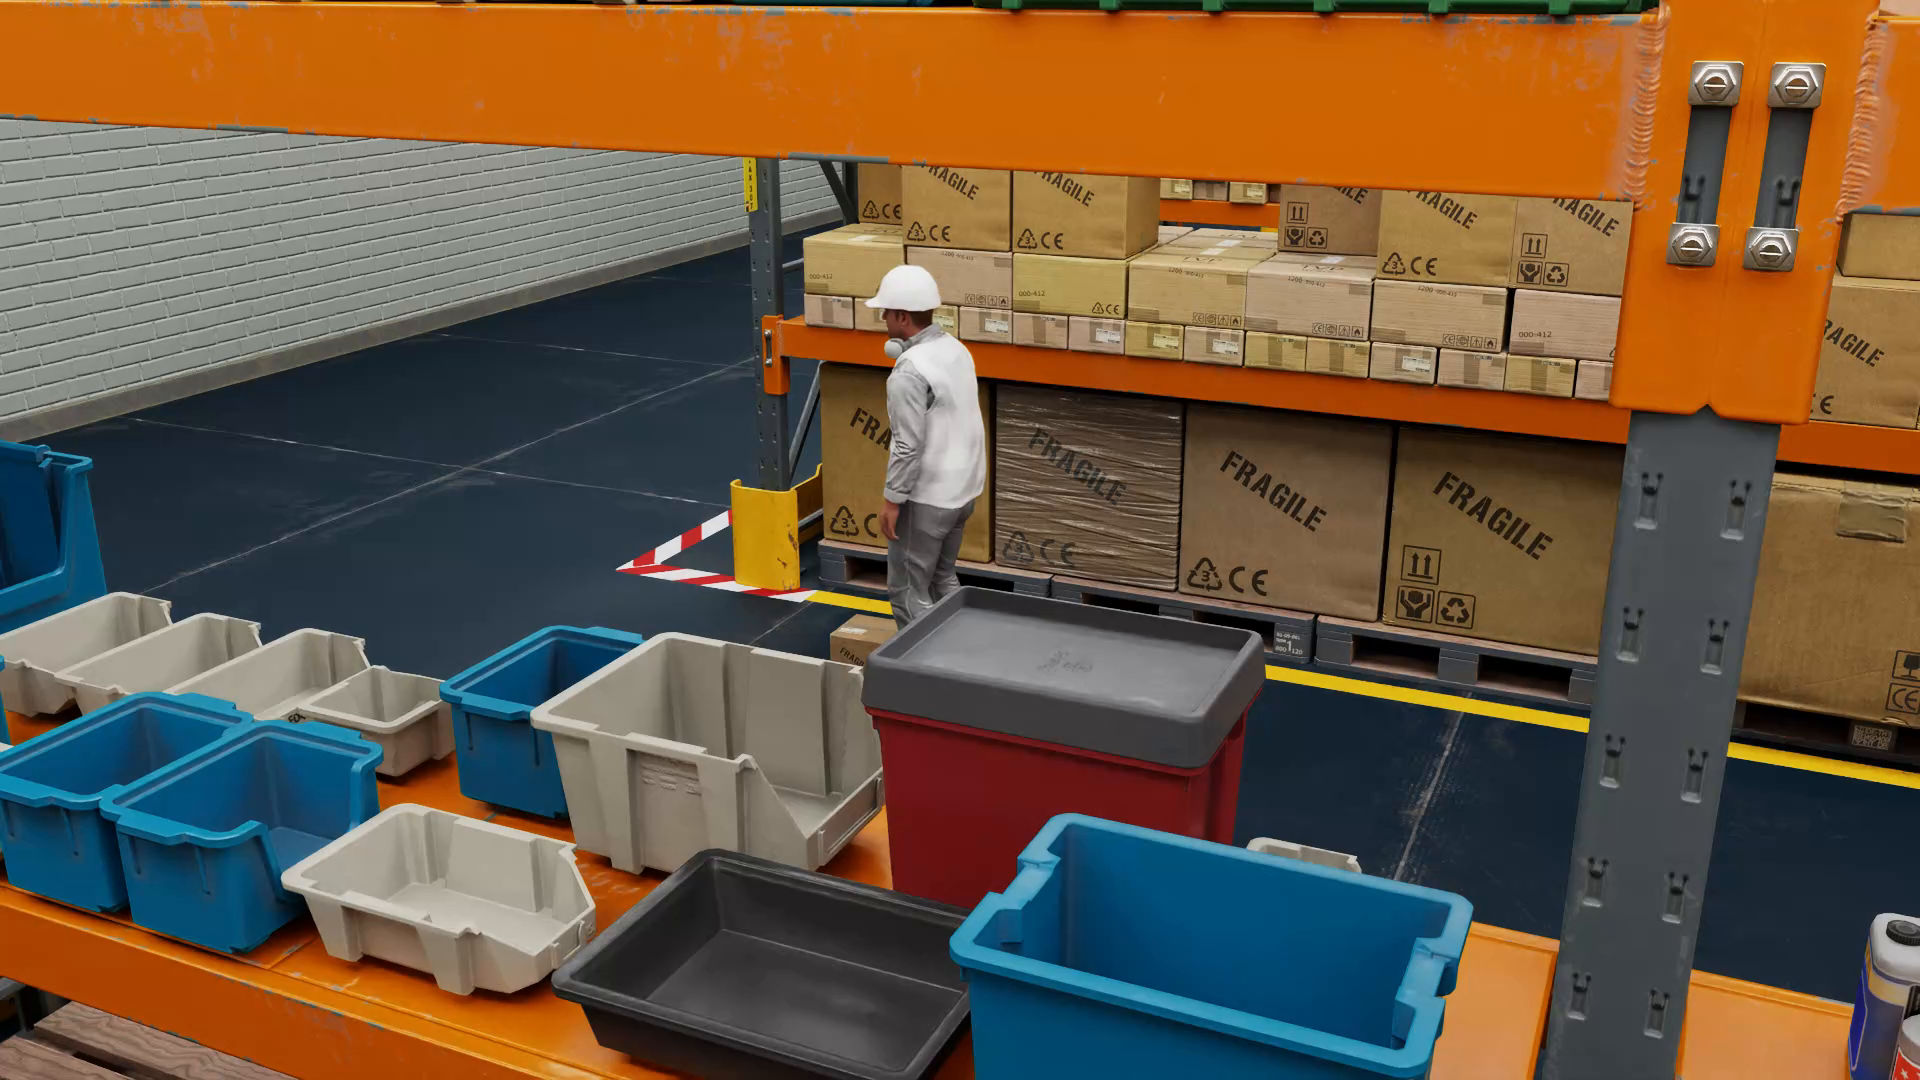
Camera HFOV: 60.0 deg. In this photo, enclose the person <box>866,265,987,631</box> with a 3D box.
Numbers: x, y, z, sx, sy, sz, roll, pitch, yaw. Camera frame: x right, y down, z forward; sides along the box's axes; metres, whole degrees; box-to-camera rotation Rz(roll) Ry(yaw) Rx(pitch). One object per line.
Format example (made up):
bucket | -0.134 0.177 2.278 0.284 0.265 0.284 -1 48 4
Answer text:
person | -0.133 -0.205 6.620 0.460 1.772 0.580 8 21 23
